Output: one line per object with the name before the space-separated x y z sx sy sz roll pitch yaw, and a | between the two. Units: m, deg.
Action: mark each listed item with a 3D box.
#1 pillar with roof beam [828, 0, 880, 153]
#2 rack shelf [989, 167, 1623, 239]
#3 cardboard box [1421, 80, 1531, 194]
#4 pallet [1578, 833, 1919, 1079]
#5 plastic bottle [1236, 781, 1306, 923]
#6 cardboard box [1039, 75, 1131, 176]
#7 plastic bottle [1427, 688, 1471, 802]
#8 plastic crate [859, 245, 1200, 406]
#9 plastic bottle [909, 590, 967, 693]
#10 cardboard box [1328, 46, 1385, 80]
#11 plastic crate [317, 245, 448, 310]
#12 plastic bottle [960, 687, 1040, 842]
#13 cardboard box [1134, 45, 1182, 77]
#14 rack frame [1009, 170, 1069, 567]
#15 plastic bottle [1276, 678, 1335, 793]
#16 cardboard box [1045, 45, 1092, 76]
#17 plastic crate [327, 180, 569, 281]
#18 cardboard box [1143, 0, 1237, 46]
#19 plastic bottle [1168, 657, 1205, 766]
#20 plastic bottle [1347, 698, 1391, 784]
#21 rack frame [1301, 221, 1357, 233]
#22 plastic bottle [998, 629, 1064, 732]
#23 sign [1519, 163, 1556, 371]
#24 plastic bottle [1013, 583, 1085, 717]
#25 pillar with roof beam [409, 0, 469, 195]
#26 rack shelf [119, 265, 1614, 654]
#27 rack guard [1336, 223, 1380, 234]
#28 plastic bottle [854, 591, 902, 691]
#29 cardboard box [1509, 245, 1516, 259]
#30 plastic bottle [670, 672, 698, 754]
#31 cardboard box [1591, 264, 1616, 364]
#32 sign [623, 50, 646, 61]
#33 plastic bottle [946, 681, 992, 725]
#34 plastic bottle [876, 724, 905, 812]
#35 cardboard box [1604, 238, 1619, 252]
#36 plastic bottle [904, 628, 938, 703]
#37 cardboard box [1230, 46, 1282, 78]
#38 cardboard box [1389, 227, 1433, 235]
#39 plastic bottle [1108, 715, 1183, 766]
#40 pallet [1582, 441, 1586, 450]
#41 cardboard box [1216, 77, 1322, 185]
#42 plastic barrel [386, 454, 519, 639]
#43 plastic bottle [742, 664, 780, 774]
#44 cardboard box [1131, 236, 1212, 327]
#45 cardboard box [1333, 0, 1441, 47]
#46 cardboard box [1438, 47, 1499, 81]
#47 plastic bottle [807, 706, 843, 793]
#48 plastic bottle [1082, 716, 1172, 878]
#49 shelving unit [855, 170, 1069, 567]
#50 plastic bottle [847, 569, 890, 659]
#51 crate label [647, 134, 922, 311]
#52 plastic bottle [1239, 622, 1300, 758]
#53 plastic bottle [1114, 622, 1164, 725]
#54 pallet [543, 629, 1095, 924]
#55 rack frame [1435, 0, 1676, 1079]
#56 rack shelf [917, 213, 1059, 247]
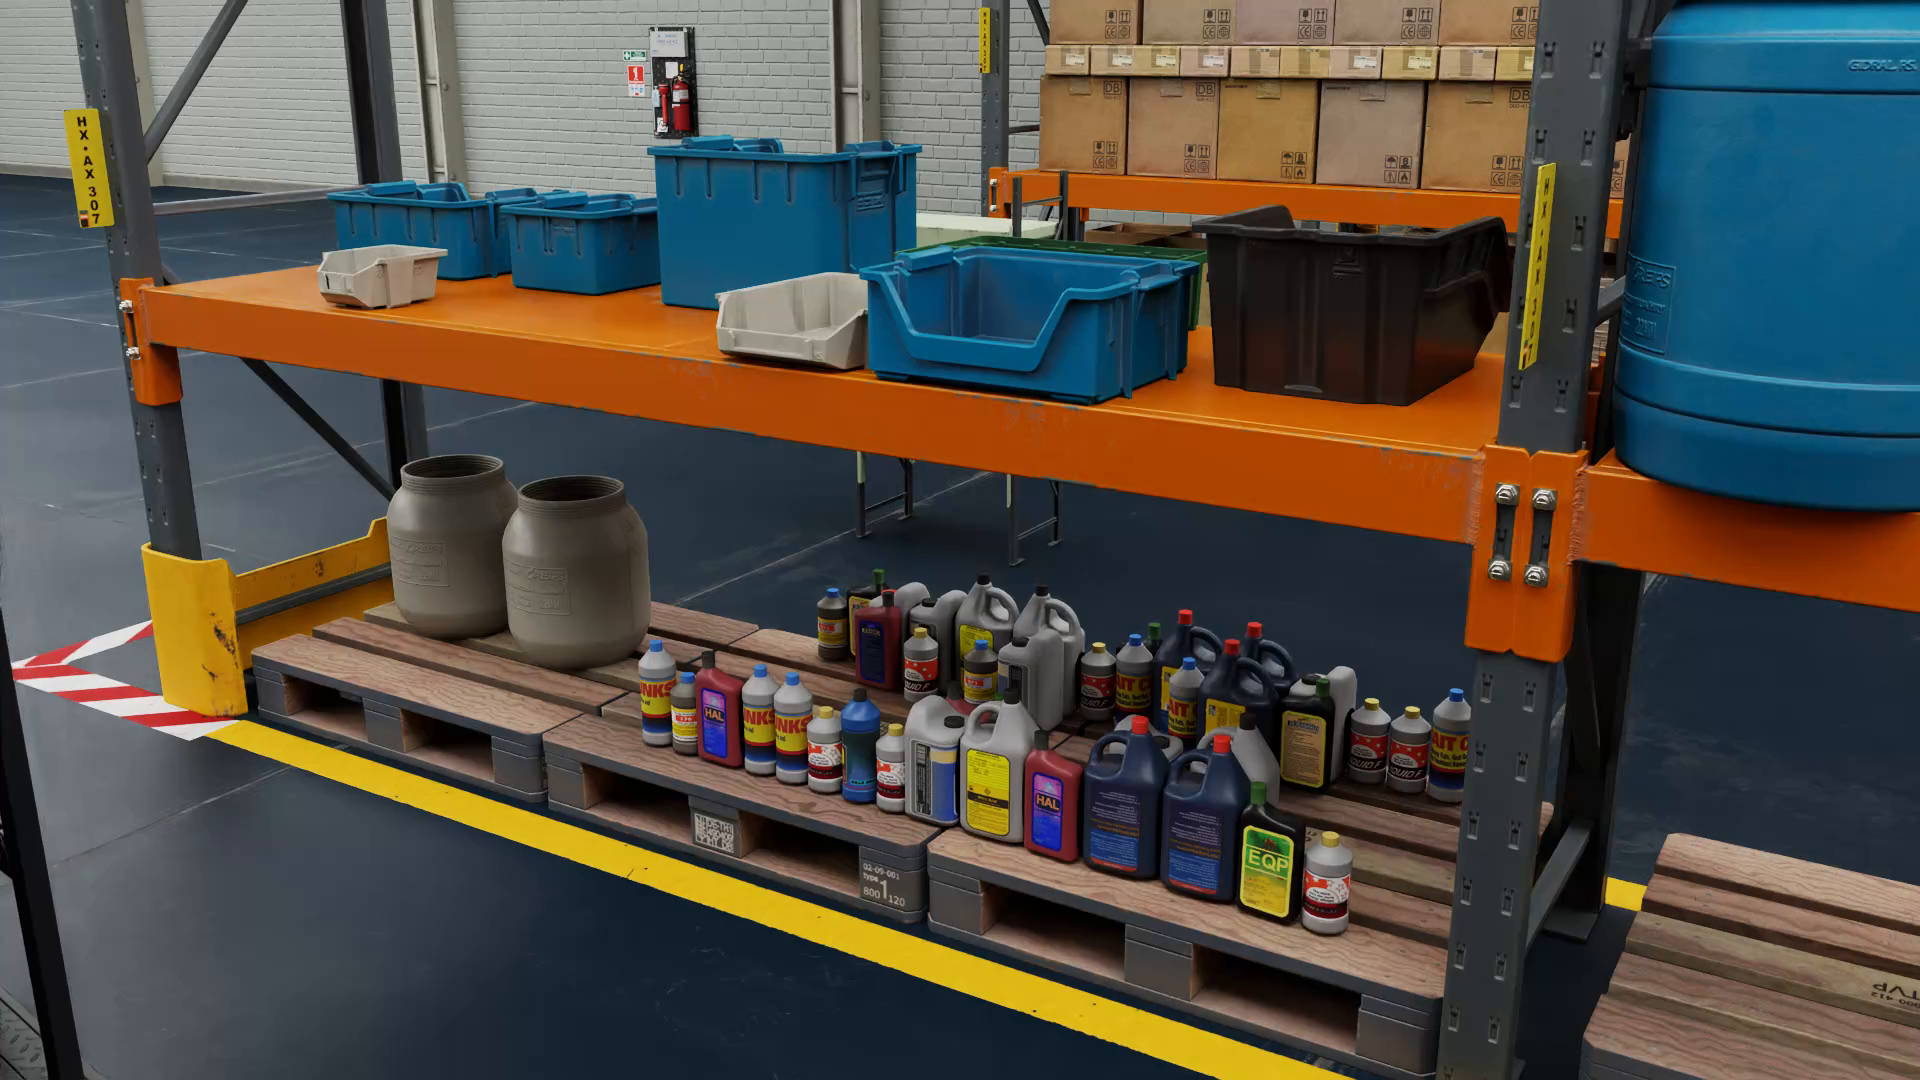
pillar with roof beam | -3.304 -6.332 12.245 0.400 9.000 9.100 10 20 30
rack shelf | 2.128 -1.632 8.330 4.000 0.370 1.077 10 20 30
cardboard box | 2.572 -1.942 7.940 0.500 0.500 0.700 10 20 31
pallet | 1.926 0.998 3.231 1.213 0.211 1.003 10 20 30
plastic bottle | 0.654 0.652 3.490 0.133 0.283 0.061 11 20 33
cardboard box | 0.814 -2.254 8.968 0.500 0.500 0.700 10 20 30
plastic bottle | 1.194 0.492 4.037 0.097 0.271 0.097 0 17 0
plastic crate | 0.151 -0.476 3.542 0.616 0.251 0.499 10 20 30
plastic bottle | -0.059 0.276 4.742 0.135 0.276 0.152 10 19 29
cardboard box | 1.954 -2.291 7.976 0.250 0.149 0.380 10 20 31
plastic crate | -1.578 -0.712 4.518 0.250 0.136 0.298 10 20 30
plastic bottle | 0.098 0.506 3.854 0.185 0.351 0.144 10 20 30
cardboard box | 1.083 -2.448 8.490 0.250 0.149 0.380 10 20 30
rack frame | 0.306 -0.663 6.483 0.023 1.500 0.400 10 20 30
plastic bottle | 0.849 0.471 4.088 0.133 0.283 0.061 10 20 30
cardboard box | 0.645 -2.525 8.746 0.250 0.149 0.380 10 20 30
plastic crate | -1.589 -0.981 5.205 0.616 0.251 0.499 10 20 30
cardboard box | 1.311 -2.788 8.494 0.500 0.500 0.700 10 19 29
plastic bottle | 0.579 0.432 4.237 0.097 0.271 0.097 0 17 0
plastic bottle | 1.021 0.495 4.149 0.097 0.201 0.097 0 17 0
rack frame | 3.013 -3.508 13.268 0.127 3.000 1.000 10 20 30
plastic bottle | 0.187 0.369 4.436 0.135 0.276 0.152 10 20 30
sign | 0.939 -0.444 2.704 0.005 0.325 0.100 10 20 30
plastic bottle | 0.243 0.292 4.558 0.185 0.351 0.144 10 20 30
pillar with roof beam | -8.417 -7.245 15.250 0.400 9.000 9.100 10 20 30
rack shelf | -0.468 -0.406 4.293 4.000 0.370 1.077 10 20 30
rack guard | 3.077 -2.300 13.593 0.348 0.500 1.175 10 20 30
plastic bottle | -0.233 0.277 4.723 0.133 0.283 0.061 10 20 30
cardboard box | 2.748 -1.216 8.442 0.500 0.500 0.500 10 20 30
plastic bottle | -0.702 0.443 4.319 0.097 0.201 0.097 0 17 0
cardboard box | 2.902 -1.011 7.768 0.500 0.500 0.500 10 20 30
sign | -3.555 -5.291 18.165 0.331 0.109 0.001 10 20 30
plastic bottle | 0.017 0.487 4.035 0.133 0.283 0.061 10 20 30
plastic bottle | -0.153 0.541 3.997 0.097 0.201 0.097 0 17 0
cardboard box | 4.640 -2.184 12.454 0.500 0.500 0.700 9 19 27
plastic bottle | -0.108 0.345 4.642 0.097 0.201 0.097 0 17 0
cardboard box | 1.526 -2.369 8.231 0.250 0.149 0.380 9 19 28
cardboard box | 3.555 -2.304 13.175 0.500 0.311 0.500 8 19 24
plastic bottle | 0.429 0.551 3.836 0.135 0.276 0.152 10 20 30
pallet | 3.176 -0.469 8.062 1.213 0.211 1.003 10 20 30
cardboard box | 1.685 -2.098 8.456 0.500 0.500 0.700 10 20 30
plastic barrel | -1.571 0.017 5.224 0.421 0.512 0.421 0 17 0
plastic bottle | -0.498 0.446 4.189 0.097 0.271 0.097 0 17 0
cardboard box | 1.191 -1.312 8.758 0.500 0.500 0.500 10 20 30
cardboard box | 2.167 -2.635 7.992 0.500 0.500 0.700 10 20 30
cardboard box | 2.407 -2.212 7.714 0.250 0.149 0.380 11 20 32
plastic bottle | -0.329 0.510 4.100 0.097 0.201 0.097 0 17 0
plastic bottle | 0.373 0.556 3.692 0.185 0.351 0.144 9 19 27
shelving unit | -0.006 -0.719 6.667 0.755 1.500 0.431 10 20 30
plastic bottle | -0.269 0.219 4.915 0.133 0.283 0.061 11 20 31
crate label | -0.462 -0.858 4.484 0.616 0.435 0.502 10 20 30
plastic bottle | 0.766 0.386 4.251 0.185 0.351 0.144 11 20 32
plastic bottle | 0.486 0.354 4.472 0.133 0.283 0.061 11 20 32
pallet | -0.358 0.591 4.573 1.213 0.211 1.003 10 20 30
rack frame | 1.236 -0.446 3.187 0.127 3.000 1.000 10 20 30
rack shelf | -0.006 -1.092 6.553 0.720 0.370 0.431 10 20 30
